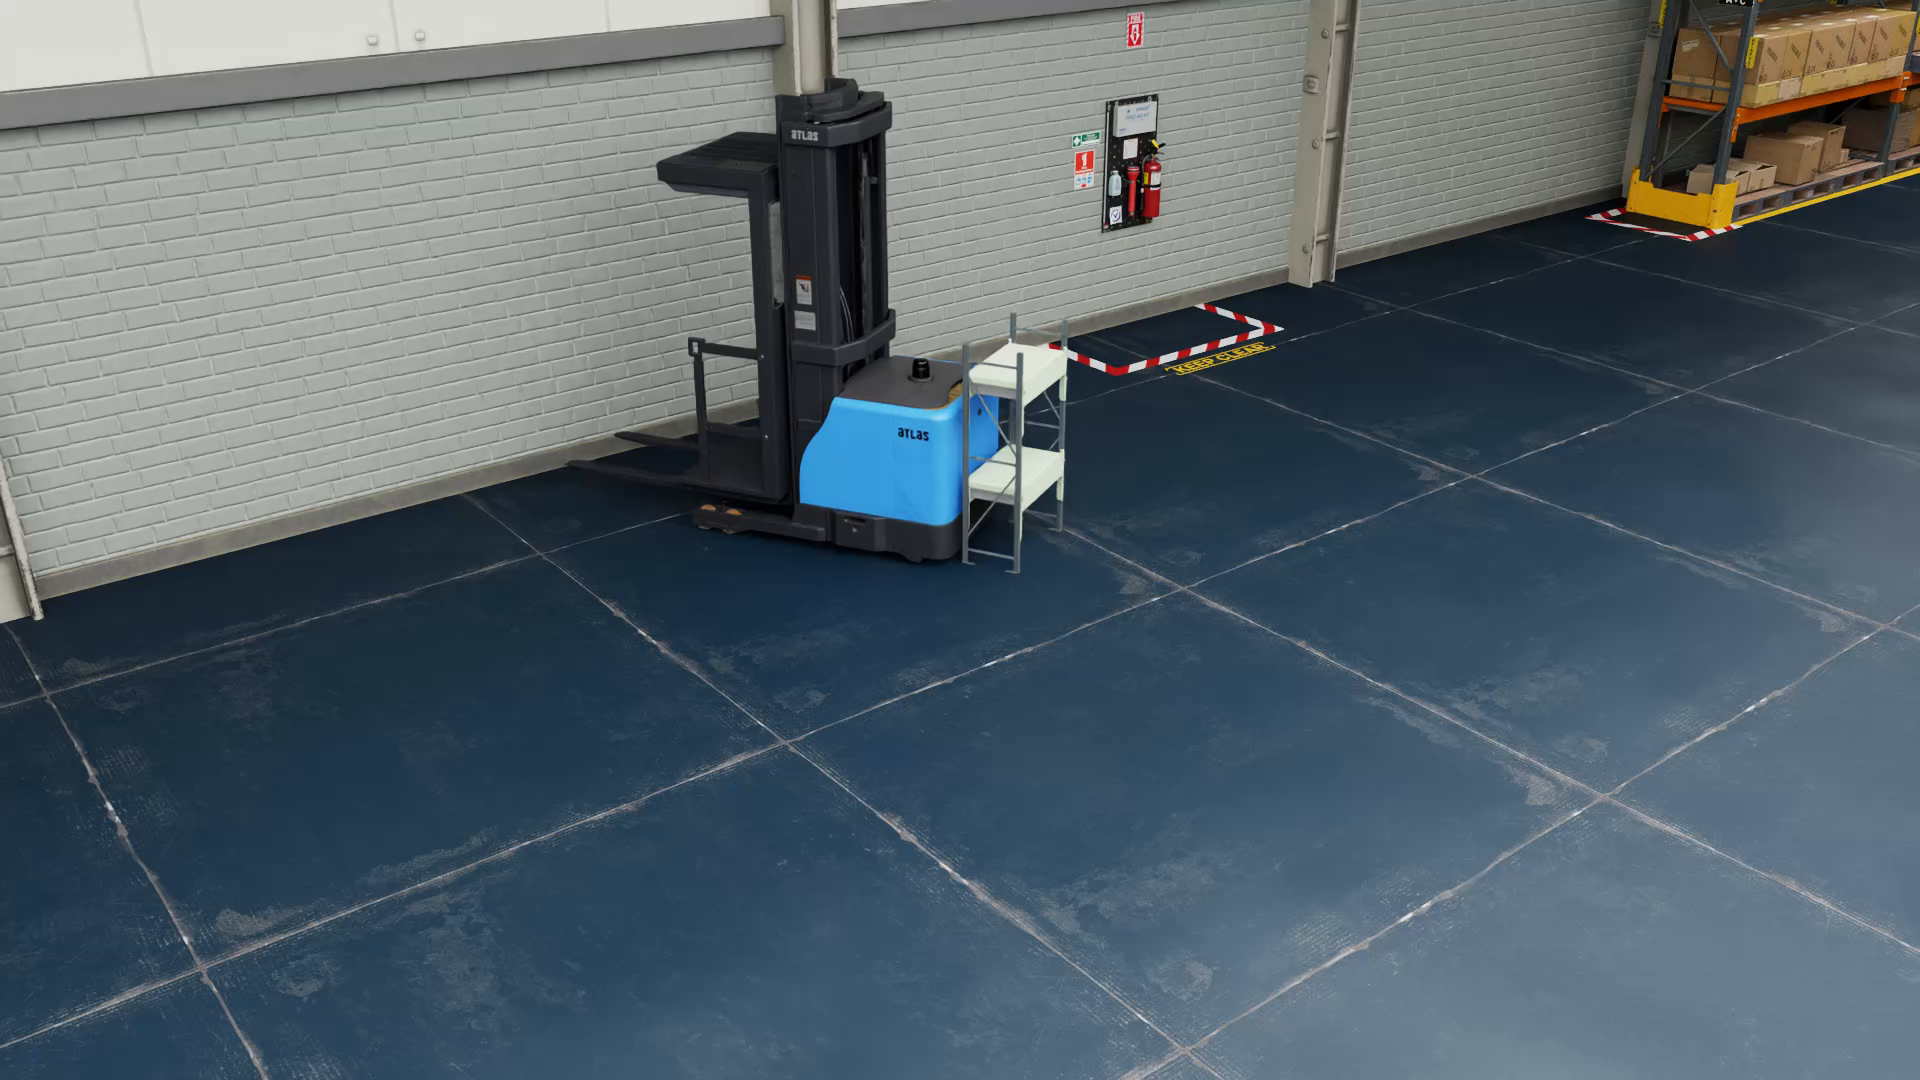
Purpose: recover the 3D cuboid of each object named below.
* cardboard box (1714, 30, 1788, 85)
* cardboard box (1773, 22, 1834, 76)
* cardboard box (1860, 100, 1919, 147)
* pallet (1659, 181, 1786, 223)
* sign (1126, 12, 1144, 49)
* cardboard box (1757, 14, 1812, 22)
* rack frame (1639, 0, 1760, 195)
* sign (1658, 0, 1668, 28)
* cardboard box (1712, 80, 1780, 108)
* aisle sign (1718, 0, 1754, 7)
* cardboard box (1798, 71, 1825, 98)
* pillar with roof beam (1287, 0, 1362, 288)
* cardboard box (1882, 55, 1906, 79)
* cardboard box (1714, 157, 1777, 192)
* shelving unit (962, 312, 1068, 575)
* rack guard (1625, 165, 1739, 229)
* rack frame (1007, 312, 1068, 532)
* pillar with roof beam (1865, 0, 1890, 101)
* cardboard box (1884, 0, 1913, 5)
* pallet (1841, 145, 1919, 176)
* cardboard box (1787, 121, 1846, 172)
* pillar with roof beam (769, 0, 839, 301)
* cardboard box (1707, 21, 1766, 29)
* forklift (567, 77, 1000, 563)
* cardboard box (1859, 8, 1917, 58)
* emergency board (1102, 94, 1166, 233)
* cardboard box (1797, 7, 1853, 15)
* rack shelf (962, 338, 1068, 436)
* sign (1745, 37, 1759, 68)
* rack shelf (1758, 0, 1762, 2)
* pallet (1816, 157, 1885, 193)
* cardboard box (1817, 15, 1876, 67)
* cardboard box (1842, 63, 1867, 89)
[{"bbox_3d":[8.832,-5.394,18.573,0.500,0.500,0.500,-18,31,-34],"label":"cardboard box"},{"bbox_3d":[9.637,-5.651,19.127,0.500,0.500,0.500,-19,31,-36],"label":"cardboard box"},{"bbox_3d":[12.363,-5.541,22.072,0.500,0.500,0.700,-19,31,-35],"label":"cardboard box"},{"bbox_3d":[8.992,-4.043,19.710,1.213,0.211,1.003,-18,31,-34],"label":"pallet"},{"bbox_3d":[1.530,-4.451,14.525,0.199,0.298,0.001,-18,31,-34],"label":"sign"},{"bbox_3d":[9.713,-5.957,19.785,0.500,0.500,0.500,-18,30,-33],"label":"cardboard box"},{"bbox_3d":[8.271,-5.089,18.651,0.127,3.000,1.000,-18,31,-34],"label":"rack frame"},{"bbox_3d":[7.944,-5.946,18.748,0.005,0.325,0.100,-18,31,-34],"label":"sign"},{"bbox_3d":[8.851,-5.051,18.725,0.500,0.250,0.500,-19,31,-35],"label":"cardboard box"},{"bbox_3d":[8.399,-6.150,17.849,0.004,0.787,0.394,-18,31,-34],"label":"aisle sign"},{"bbox_3d":[9.655,-5.321,19.307,0.500,0.250,0.500,-19,31,-35],"label":"cardboard box"},{"bbox_3d":[6.223,-5.293,11.966,0.400,9.000,9.100,-18,31,-34],"label":"pillar with roof beam"},{"bbox_3d":[11.233,-5.845,20.436,0.500,0.250,0.500,-18,30,-34],"label":"cardboard box"},{"bbox_3d":[9.319,-4.366,19.767,0.500,0.311,0.500,-15,29,-30],"label":"cardboard box"},{"bbox_3d":[0.358,-0.635,10.837,0.431,1.500,0.755,11,27,23],"label":"shelving unit"},{"bbox_3d":[8.330,-3.974,19.220,0.348,0.500,1.175,-18,31,-34],"label":"rack guard"},{"bbox_3d":[0.514,-0.774,11.137,0.400,1.500,0.023,11,27,23],"label":"rack frame"},{"bbox_3d":[15.666,-8.411,18.683,0.400,9.000,9.100,-18,31,-34],"label":"pillar with roof beam"},{"bbox_3d":[12.284,-6.636,21.344,0.500,0.500,0.700,-15,29,-29],"label":"cardboard box"},{"bbox_3d":[12.030,-5.065,21.914,1.213,0.211,1.003,-18,31,-34],"label":"pallet"},{"bbox_3d":[10.626,-4.910,20.714,0.500,0.500,0.500,-21,32,-38],"label":"cardboard box"},{"bbox_3d":[1.501,-3.735,8.608,0.400,9.000,9.100,-18,31,-34],"label":"pillar with roof beam"},{"bbox_3d":[8.913,-5.690,19.211,0.500,0.500,0.500,-18,30,-33],"label":"cardboard box"},{"bbox_3d":[-1.289,-1.565,11.141,3.031,2.935,1.130,10,27,20],"label":"forklift"},{"bbox_3d":[11.237,-6.184,20.274,0.500,0.500,0.500,-18,31,-34],"label":"cardboard box"},{"bbox_3d":[1.598,-3.369,14.946,0.643,1.169,0.194,-18,31,-34],"label":"emergency board"},{"bbox_3d":[10.510,-6.223,20.359,0.500,0.500,0.500,-18,31,-34],"label":"cardboard box"},{"bbox_3d":[0.358,-0.989,10.672,0.431,0.370,0.720,11,27,23],"label":"rack shelf"},{"bbox_3d":[8.606,-5.301,18.082,0.005,0.325,0.100,-18,31,-34],"label":"sign"},{"bbox_3d":[9.845,-6.642,19.291,4.000,0.370,1.077,-18,31,-34],"label":"rack shelf"},{"bbox_3d":[10.912,-4.677,21.076,1.213,0.211,1.003,-18,31,-34],"label":"pallet"},{"bbox_3d":[10.445,-5.925,19.716,0.500,0.500,0.500,-19,31,-35],"label":"cardboard box"},{"bbox_3d":[10.449,-5.583,19.870,0.500,0.250,0.500,-18,31,-34],"label":"cardboard box"}]
